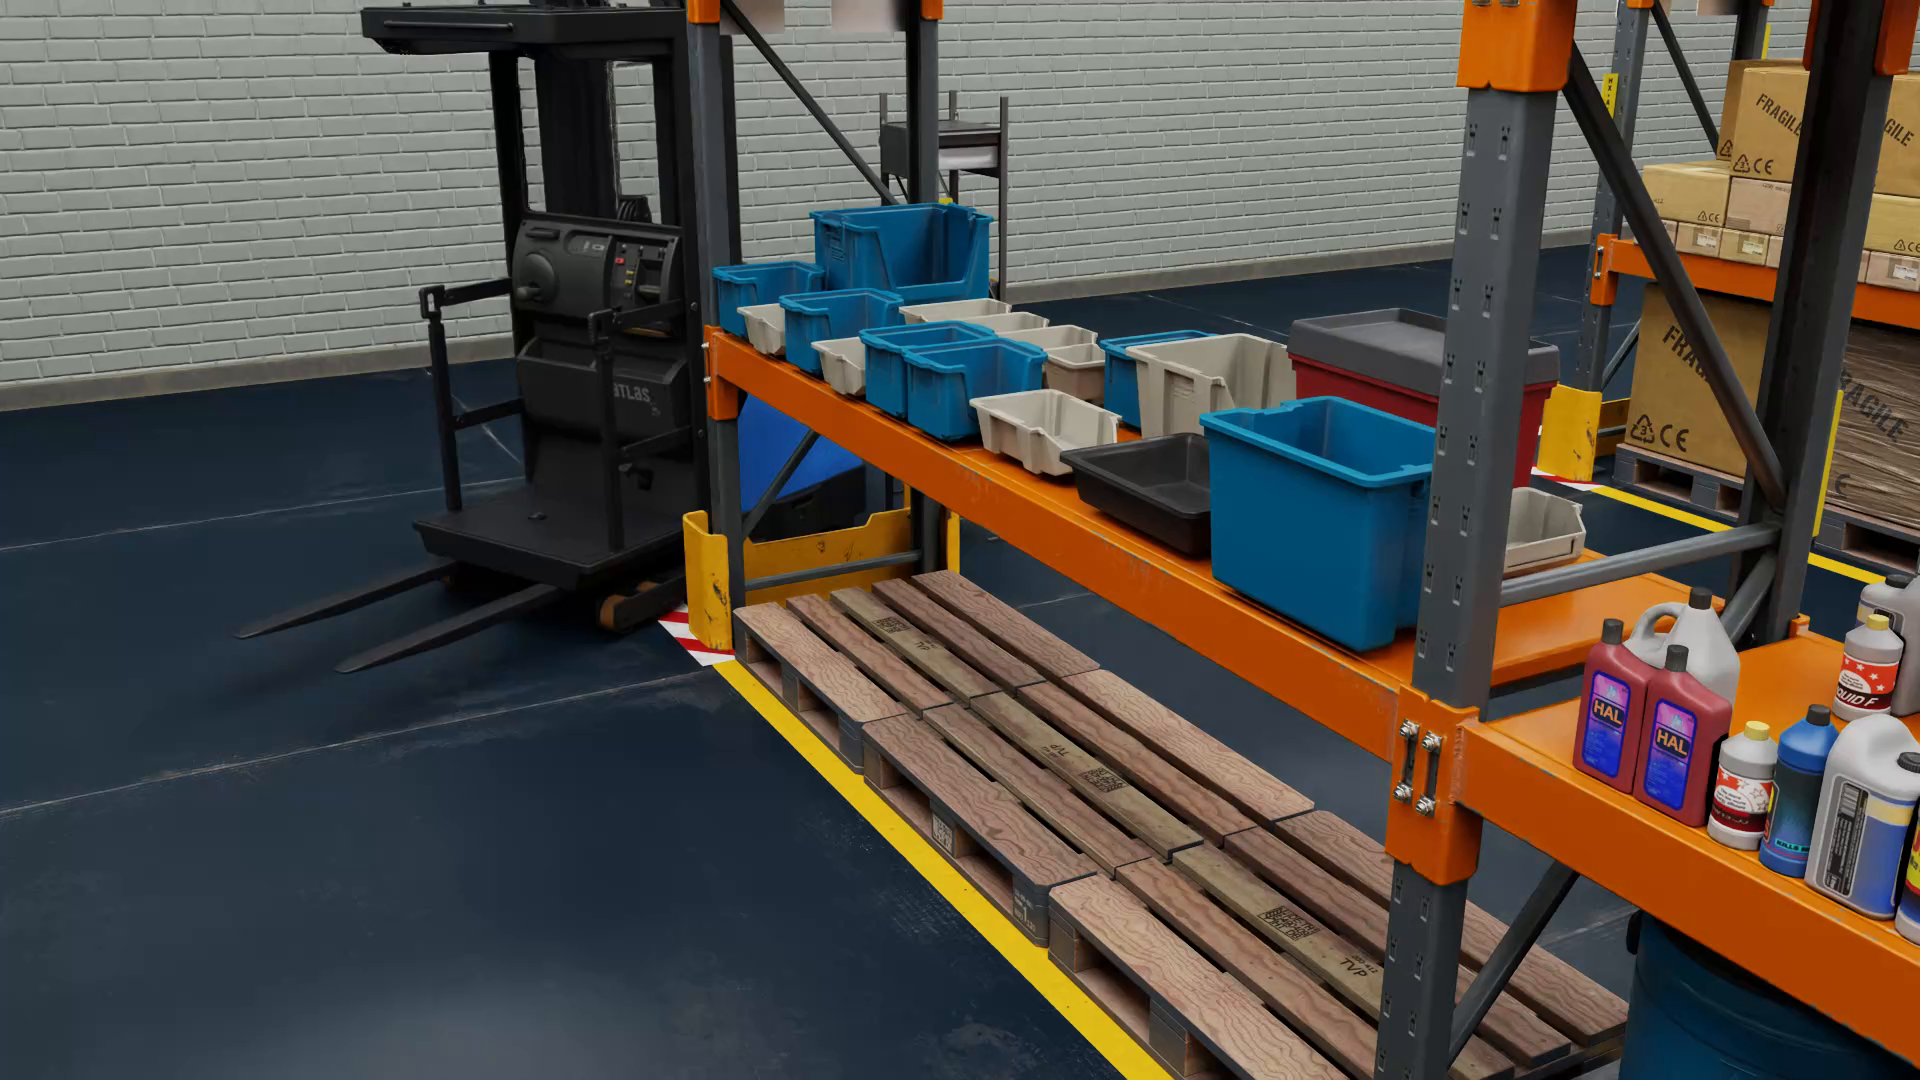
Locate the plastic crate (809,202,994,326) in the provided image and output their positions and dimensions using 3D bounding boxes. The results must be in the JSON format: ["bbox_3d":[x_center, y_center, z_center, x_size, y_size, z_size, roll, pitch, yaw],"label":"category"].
[{"bbox_3d":[-0.229,-1.067,6.480,0.616,0.435,0.499,-10,21,-27],"label":"plastic crate"}]

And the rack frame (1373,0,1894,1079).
[{"bbox_3d":[1.350,0.058,3.364,0.949,2.616,0.053,-10,21,-27],"label":"rack frame"}]

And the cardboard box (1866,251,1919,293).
[{"bbox_3d":[4.297,-1.216,7.443,0.380,0.149,0.250,-10,22,-27],"label":"cardboard box"}]

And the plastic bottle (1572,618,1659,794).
[{"bbox_3d":[1.145,0.285,2.885,0.061,0.283,0.133,-10,21,-27],"label":"plastic bottle"}]

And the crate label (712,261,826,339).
[{"bbox_3d":[-0.725,-0.917,6.355,0.416,0.233,0.303,-10,21,-27],"label":"crate label"}]

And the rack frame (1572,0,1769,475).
[{"bbox_3d":[3.806,-1.857,8.914,1.000,3.000,0.127,-10,21,-27],"label":"rack frame"}]

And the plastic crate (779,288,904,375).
[{"bbox_3d":[-0.413,-0.728,5.807,0.416,0.233,0.300,-10,21,-27],"label":"plastic crate"}]

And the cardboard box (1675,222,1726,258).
[{"bbox_3d":[3.807,-1.512,8.298,0.380,0.149,0.250,-10,22,-27],"label":"cardboard box"}]

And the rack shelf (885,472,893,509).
[{"bbox_3d":[-0.079,-0.365,8.159,0.431,0.518,0.480,-10,21,-27],"label":"rack shelf"}]

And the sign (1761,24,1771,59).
[{"bbox_3d":[4.290,-2.596,8.918,0.100,0.325,0.005,-10,21,-27],"label":"sign"}]

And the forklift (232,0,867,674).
[{"bbox_3d":[-1.694,-1.163,7.010,1.130,2.935,3.031,12,22,31],"label":"forklift"}]

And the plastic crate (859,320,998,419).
[{"bbox_3d":[-0.100,-0.539,5.259,0.416,0.233,0.300,-10,21,-27],"label":"plastic crate"}]

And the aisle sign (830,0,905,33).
[{"bbox_3d":[-0.329,-2.384,6.458,0.394,0.787,0.004,-10,21,-27],"label":"aisle sign"}]

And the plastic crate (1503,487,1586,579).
[{"bbox_3d":[1.251,-0.001,3.847,0.396,0.136,0.243,-10,21,-27],"label":"plastic crate"}]

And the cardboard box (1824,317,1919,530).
[{"bbox_3d":[4.613,-0.618,7.938,0.875,0.875,0.875,-10,21,-27],"label":"cardboard box"}]

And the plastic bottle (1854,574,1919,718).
[{"bbox_3d":[1.818,0.180,3.200,0.152,0.276,0.135,-10,21,-27],"label":"plastic bottle"}]

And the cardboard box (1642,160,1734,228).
[{"bbox_3d":[3.796,-1.747,8.369,0.500,0.250,0.500,-11,22,-28],"label":"cardboard box"}]

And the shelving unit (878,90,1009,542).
[{"bbox_3d":[-0.079,-1.040,7.927,0.431,2.100,0.503,-10,21,-27],"label":"shelving unit"}]

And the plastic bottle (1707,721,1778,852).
[{"bbox_3d":[1.280,0.393,2.700,0.097,0.201,0.097,0,19,0],"label":"plastic bottle"}]

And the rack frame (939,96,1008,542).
[{"bbox_3d":[0.037,-0.970,7.724,0.400,2.100,0.015,-10,21,-27],"label":"rack frame"}]

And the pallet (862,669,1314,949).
[{"bbox_3d":[0.380,0.821,5.428,1.003,0.211,1.213,-10,21,-27],"label":"pallet"}]

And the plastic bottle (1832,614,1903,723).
[{"bbox_3d":[1.717,0.240,3.141,0.097,0.201,0.097,0,19,0],"label":"plastic bottle"}]

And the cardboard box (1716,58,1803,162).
[{"bbox_3d":[4.269,-2.182,8.480,0.500,0.500,0.500,-10,21,-26],"label":"cardboard box"}]

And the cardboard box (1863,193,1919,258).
[{"bbox_3d":[4.285,-1.454,7.520,0.500,0.250,0.500,-11,22,-28],"label":"cardboard box"}]

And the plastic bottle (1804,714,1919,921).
[{"bbox_3d":[1.405,0.414,2.522,0.152,0.276,0.135,-10,21,-27],"label":"plastic bottle"}]

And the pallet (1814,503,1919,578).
[{"bbox_3d":[4.830,0.029,7.725,1.003,0.211,1.213,-10,21,-27],"label":"pallet"}]

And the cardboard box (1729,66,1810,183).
[{"bbox_3d":[4.034,-1.958,7.831,0.500,0.500,0.500,-11,22,-28],"label":"cardboard box"}]

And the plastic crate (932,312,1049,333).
[{"bbox_3d":[0.119,-0.702,5.879,0.396,0.136,0.243,-10,21,-27],"label":"plastic crate"}]

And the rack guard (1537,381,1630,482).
[{"bbox_3d":[3.795,-0.682,9.341,1.175,0.500,0.348,-10,21,-27],"label":"rack guard"}]

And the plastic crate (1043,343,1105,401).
[{"bbox_3d":[0.429,-0.543,5.420,0.298,0.136,0.250,-10,21,-27],"label":"plastic crate"}]

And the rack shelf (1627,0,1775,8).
[{"bbox_3d":[4.756,-2.360,6.878,1.077,0.370,4.000,-10,21,-27],"label":"rack shelf"}]

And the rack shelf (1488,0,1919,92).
[{"bbox_3d":[2.296,-0.445,1.327,1.077,0.370,4.000,-10,21,-27],"label":"rack shelf"}]

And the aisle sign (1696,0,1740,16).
[{"bbox_3d":[4.036,-3.153,8.684,0.394,0.787,0.004,-10,21,-27],"label":"aisle sign"}]

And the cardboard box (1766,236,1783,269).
[{"bbox_3d":[4.054,-1.363,7.869,0.380,0.149,0.250,-10,22,-27],"label":"cardboard box"}]

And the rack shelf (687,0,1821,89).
[{"bbox_3d":[0.397,-1.593,4.655,1.077,0.370,4.000,-10,21,-27],"label":"rack shelf"}]

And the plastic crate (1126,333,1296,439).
[{"bbox_3d":[0.784,-0.381,4.725,0.437,0.282,0.530,-10,21,-27],"label":"plastic crate"}]

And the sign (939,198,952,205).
[{"bbox_3d":[-0.076,-1.257,6.924,0.100,0.325,0.005,-10,21,-27],"label":"sign"}]

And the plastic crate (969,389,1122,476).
[{"bbox_3d":[0.255,-0.298,4.710,0.293,0.136,0.466,-10,21,-27],"label":"plastic crate"}]
